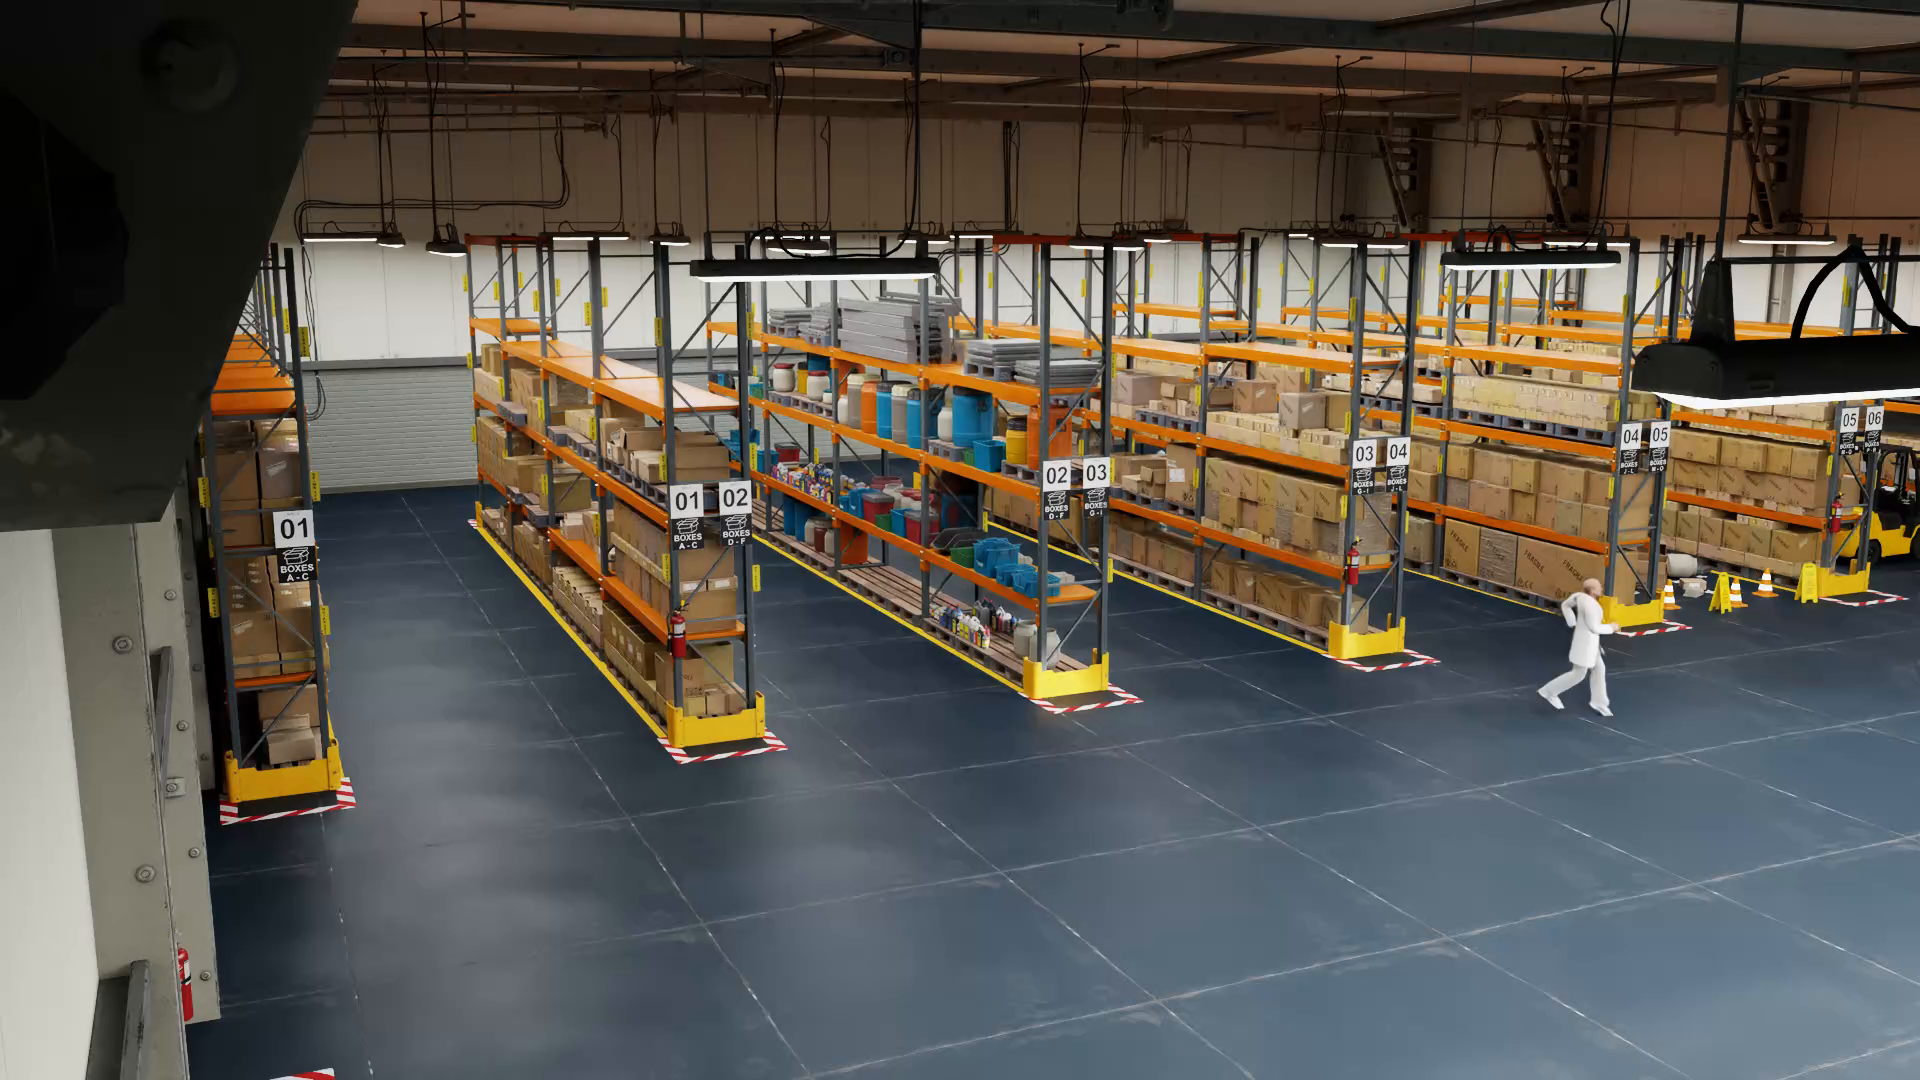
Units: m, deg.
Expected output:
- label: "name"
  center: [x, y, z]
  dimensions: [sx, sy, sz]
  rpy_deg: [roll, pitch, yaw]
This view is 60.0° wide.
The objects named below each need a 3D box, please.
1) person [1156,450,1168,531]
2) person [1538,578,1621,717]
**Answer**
- label: "person"
  center: [3.915, -0.911, 33.115]
  dimensions: [0.686, 1.782, 1.052]
  rpy_deg: [-7, 13, -31]
- label: "person"
  center: [7.979, 1.396, 21.369]
  dimensions: [0.971, 1.854, 0.738]
  rpy_deg: [2, 11, 11]
